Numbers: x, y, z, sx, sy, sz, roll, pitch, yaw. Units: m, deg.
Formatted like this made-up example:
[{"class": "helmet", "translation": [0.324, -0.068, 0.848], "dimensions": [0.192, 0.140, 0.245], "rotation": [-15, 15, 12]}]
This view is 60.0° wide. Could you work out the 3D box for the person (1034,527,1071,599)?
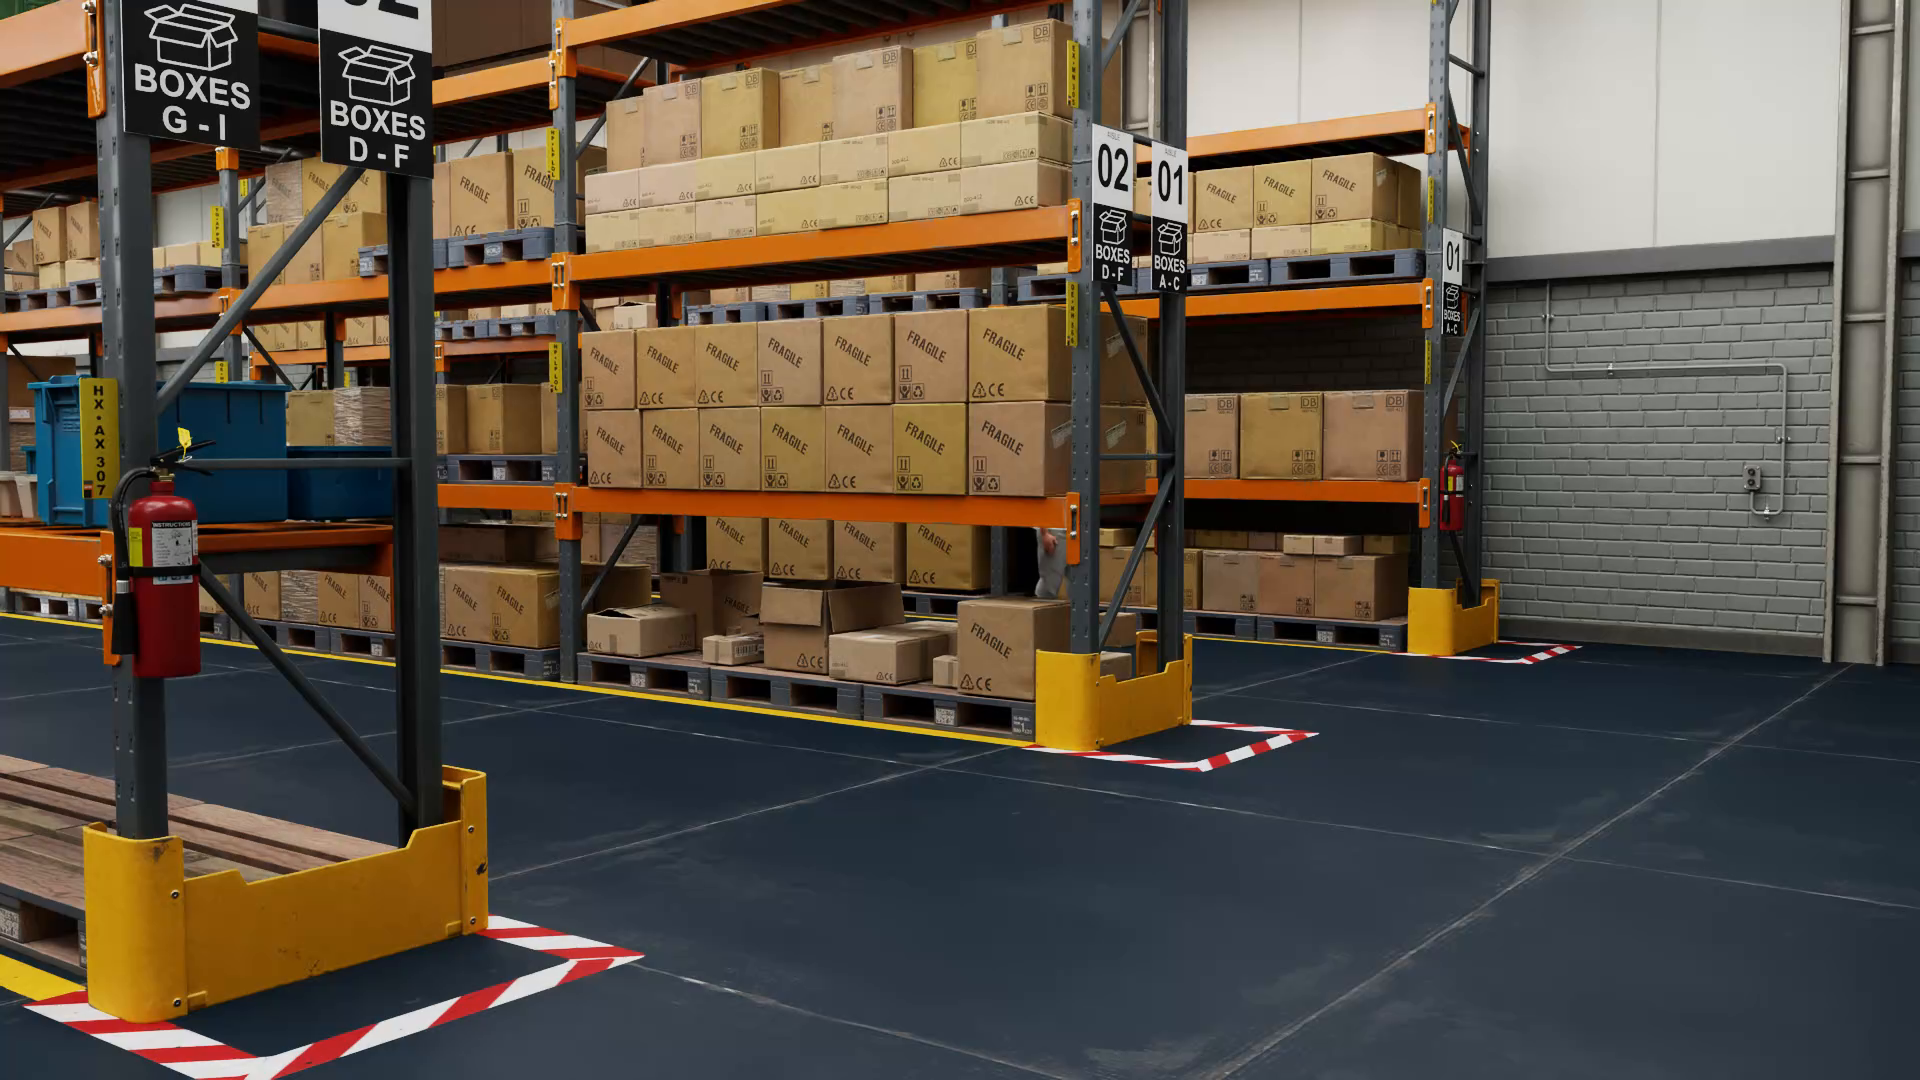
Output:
[{"class": "person", "translation": [0.901, -0.064, 13.354], "dimensions": [0.590, 1.754, 0.555], "rotation": [2, 4, 27]}]
